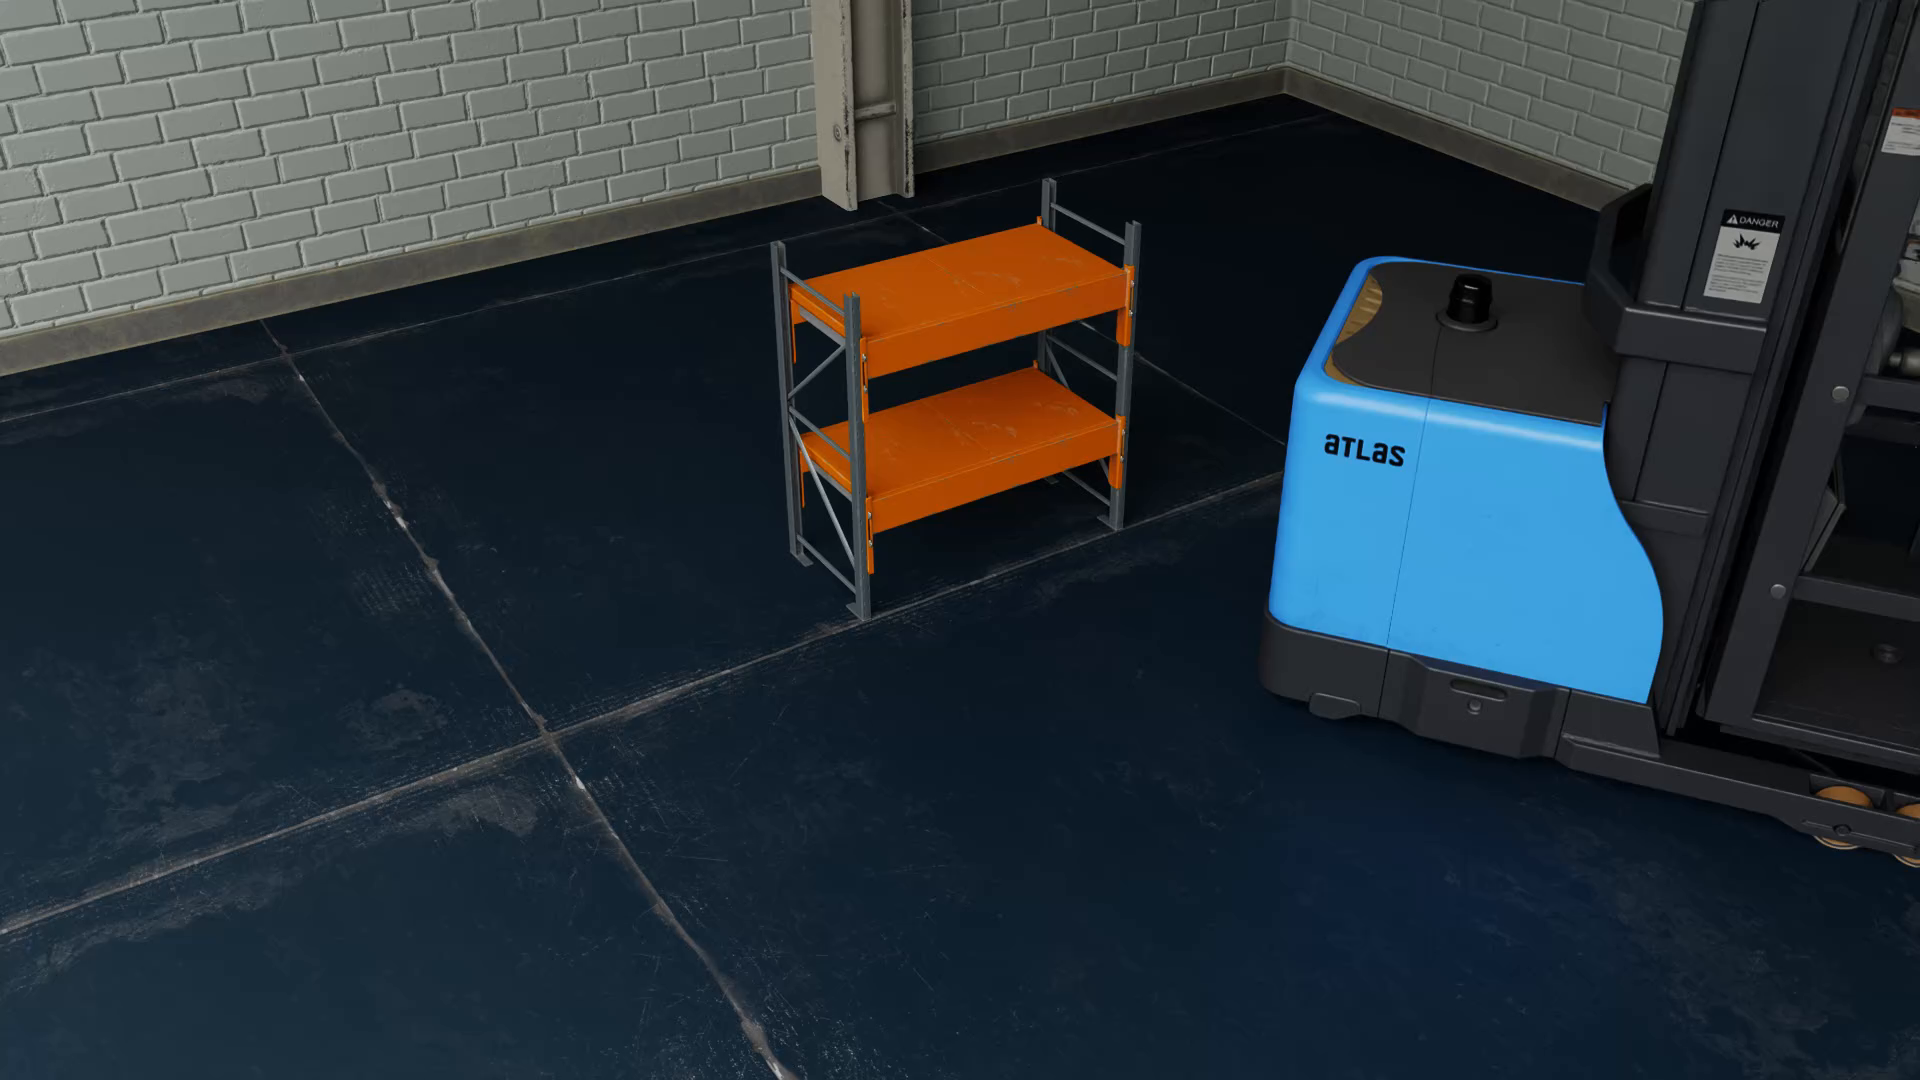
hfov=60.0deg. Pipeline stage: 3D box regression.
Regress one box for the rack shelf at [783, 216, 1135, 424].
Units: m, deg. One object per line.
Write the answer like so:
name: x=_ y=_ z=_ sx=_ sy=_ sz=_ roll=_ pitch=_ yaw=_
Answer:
rack shelf: x=-0.006 y=-0.721 z=5.291 sx=1.000 sy=0.278 sz=0.538 roll=-19 pitch=37 yaw=-27

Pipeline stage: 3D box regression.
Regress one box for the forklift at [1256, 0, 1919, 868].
forklift: x=2.454 y=-0.698 z=4.110 sx=3.031 sy=2.935 sz=1.130 roll=12 pitch=34 yaw=18

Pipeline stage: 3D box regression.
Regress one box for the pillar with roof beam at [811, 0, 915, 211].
pillar with roof beam: x=1.854 y=-3.658 z=3.114 sx=0.400 sy=9.000 sz=9.100 roll=-19 pitch=37 yaw=-27

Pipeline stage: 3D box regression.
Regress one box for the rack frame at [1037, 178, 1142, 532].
rack frame: x=0.422 y=-0.621 z=5.680 sx=0.032 sy=1.125 sz=0.500 roll=-19 pitch=37 yaw=-27

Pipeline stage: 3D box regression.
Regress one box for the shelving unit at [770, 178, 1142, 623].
shelving unit: x=-0.006 y=-0.474 z=5.447 sx=1.048 sy=1.125 sz=0.538 roll=-19 pitch=37 yaw=-27

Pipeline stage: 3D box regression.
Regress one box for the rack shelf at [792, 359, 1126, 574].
rack shelf: x=-0.006 y=-0.267 z=5.577 sx=1.000 sy=0.278 sz=0.538 roll=-19 pitch=37 yaw=-27

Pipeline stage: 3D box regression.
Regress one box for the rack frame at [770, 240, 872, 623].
rack frame: x=-0.433 y=-0.327 z=5.214 sx=0.032 sy=1.125 sz=0.500 roll=-19 pitch=37 yaw=-27
